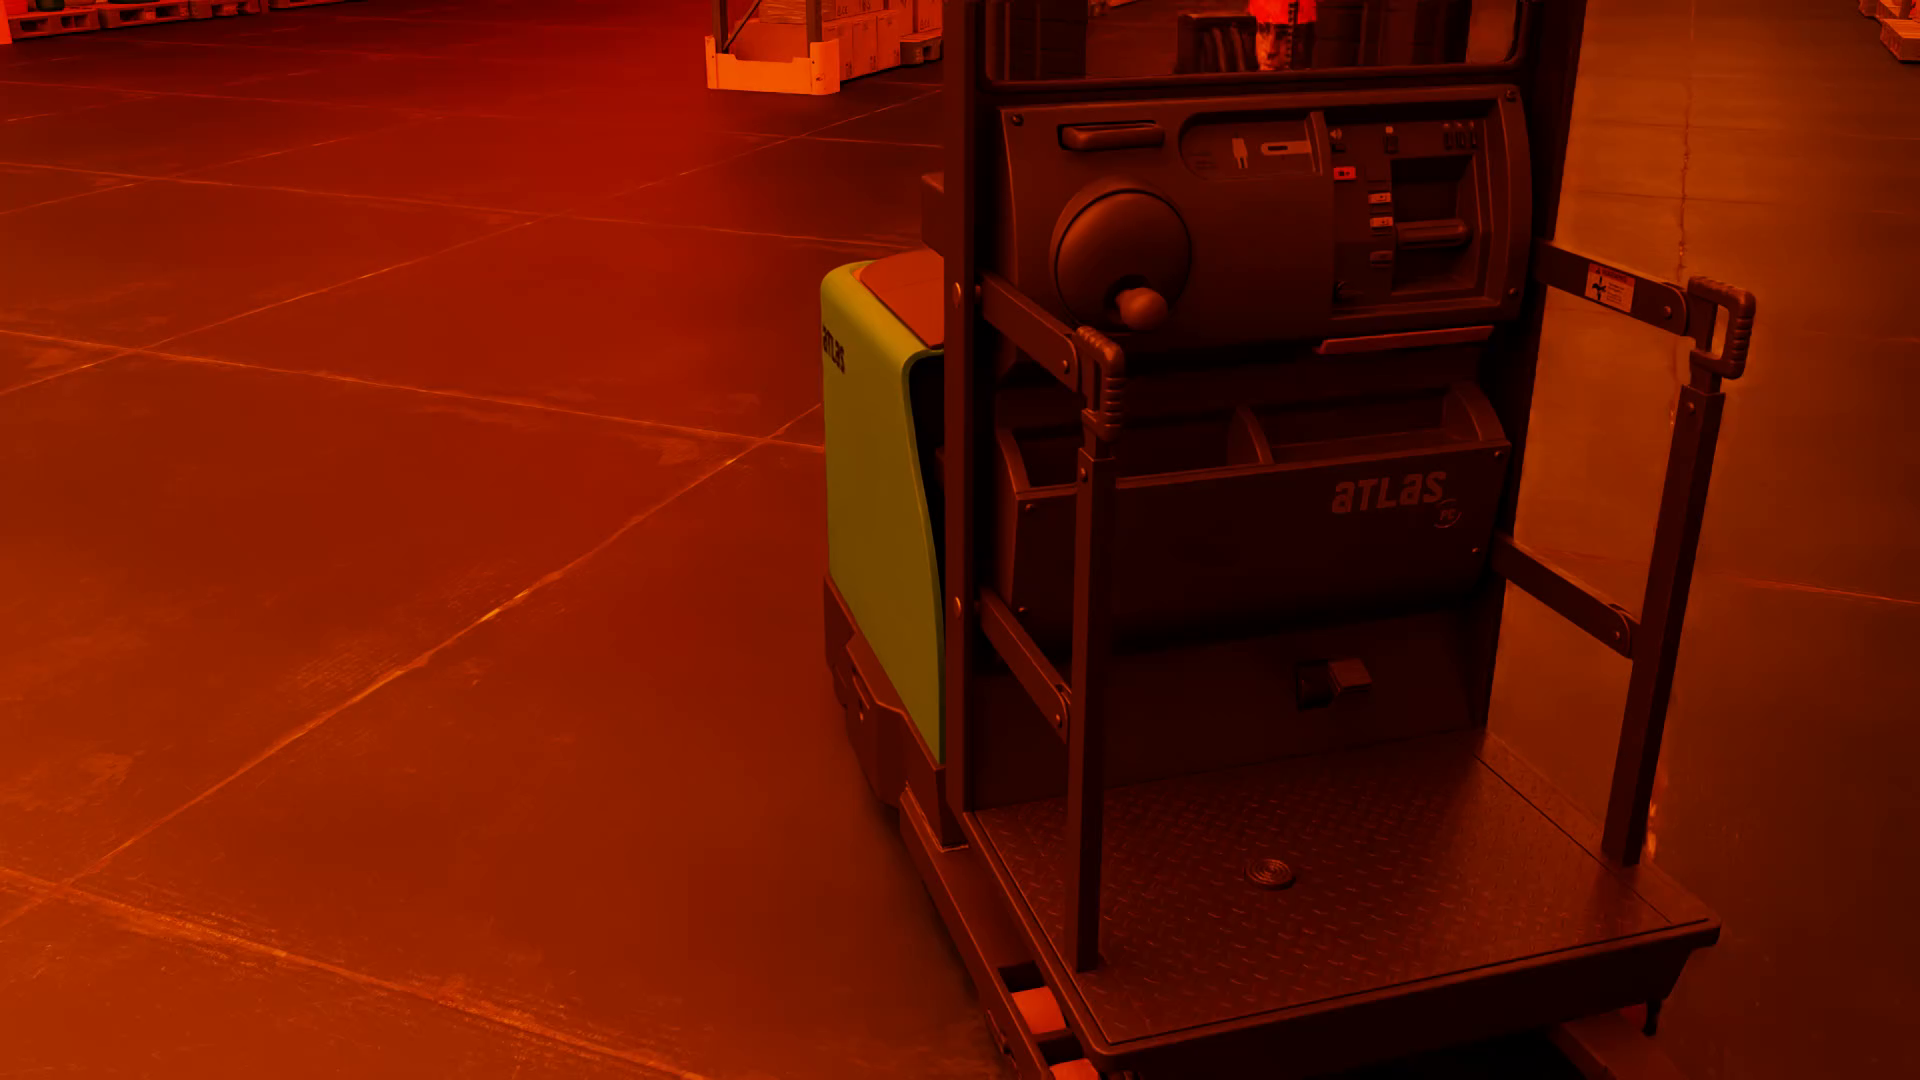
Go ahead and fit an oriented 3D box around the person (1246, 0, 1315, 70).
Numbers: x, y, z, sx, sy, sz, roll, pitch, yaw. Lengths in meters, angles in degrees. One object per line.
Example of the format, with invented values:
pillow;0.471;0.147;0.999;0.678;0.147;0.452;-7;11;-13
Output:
person;0.821;-0.737;4.671;0.490;1.692;0.923;-14;26;-29

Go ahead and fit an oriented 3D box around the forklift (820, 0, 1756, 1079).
forklift;0.581;-0.517;2.528;1.130;2.935;3.031;-7;24;-16
